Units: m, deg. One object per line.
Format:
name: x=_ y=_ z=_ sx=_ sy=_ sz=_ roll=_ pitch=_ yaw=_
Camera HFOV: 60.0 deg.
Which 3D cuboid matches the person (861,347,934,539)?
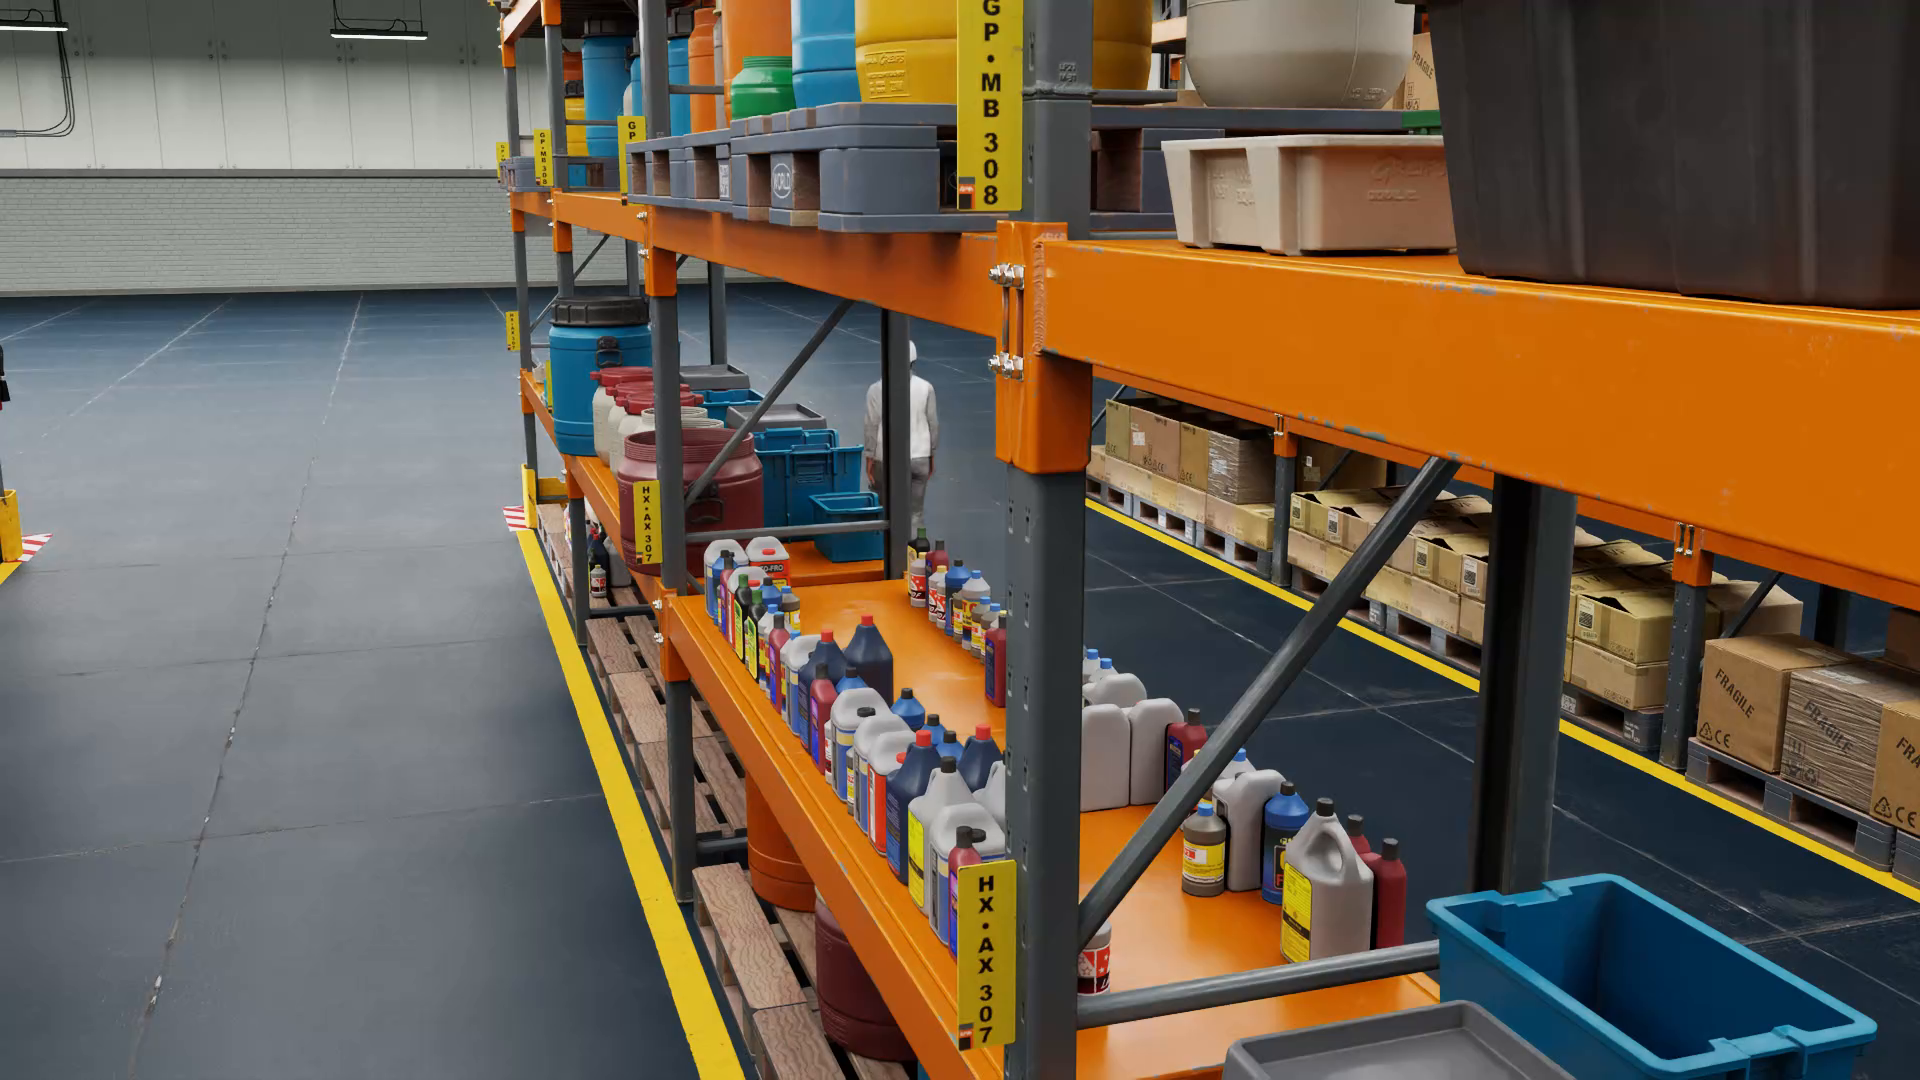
person: x=-0.455 y=-0.571 z=12.074 sx=0.570 sy=1.816 sz=0.674 roll=-3 pitch=13 yaw=-15
